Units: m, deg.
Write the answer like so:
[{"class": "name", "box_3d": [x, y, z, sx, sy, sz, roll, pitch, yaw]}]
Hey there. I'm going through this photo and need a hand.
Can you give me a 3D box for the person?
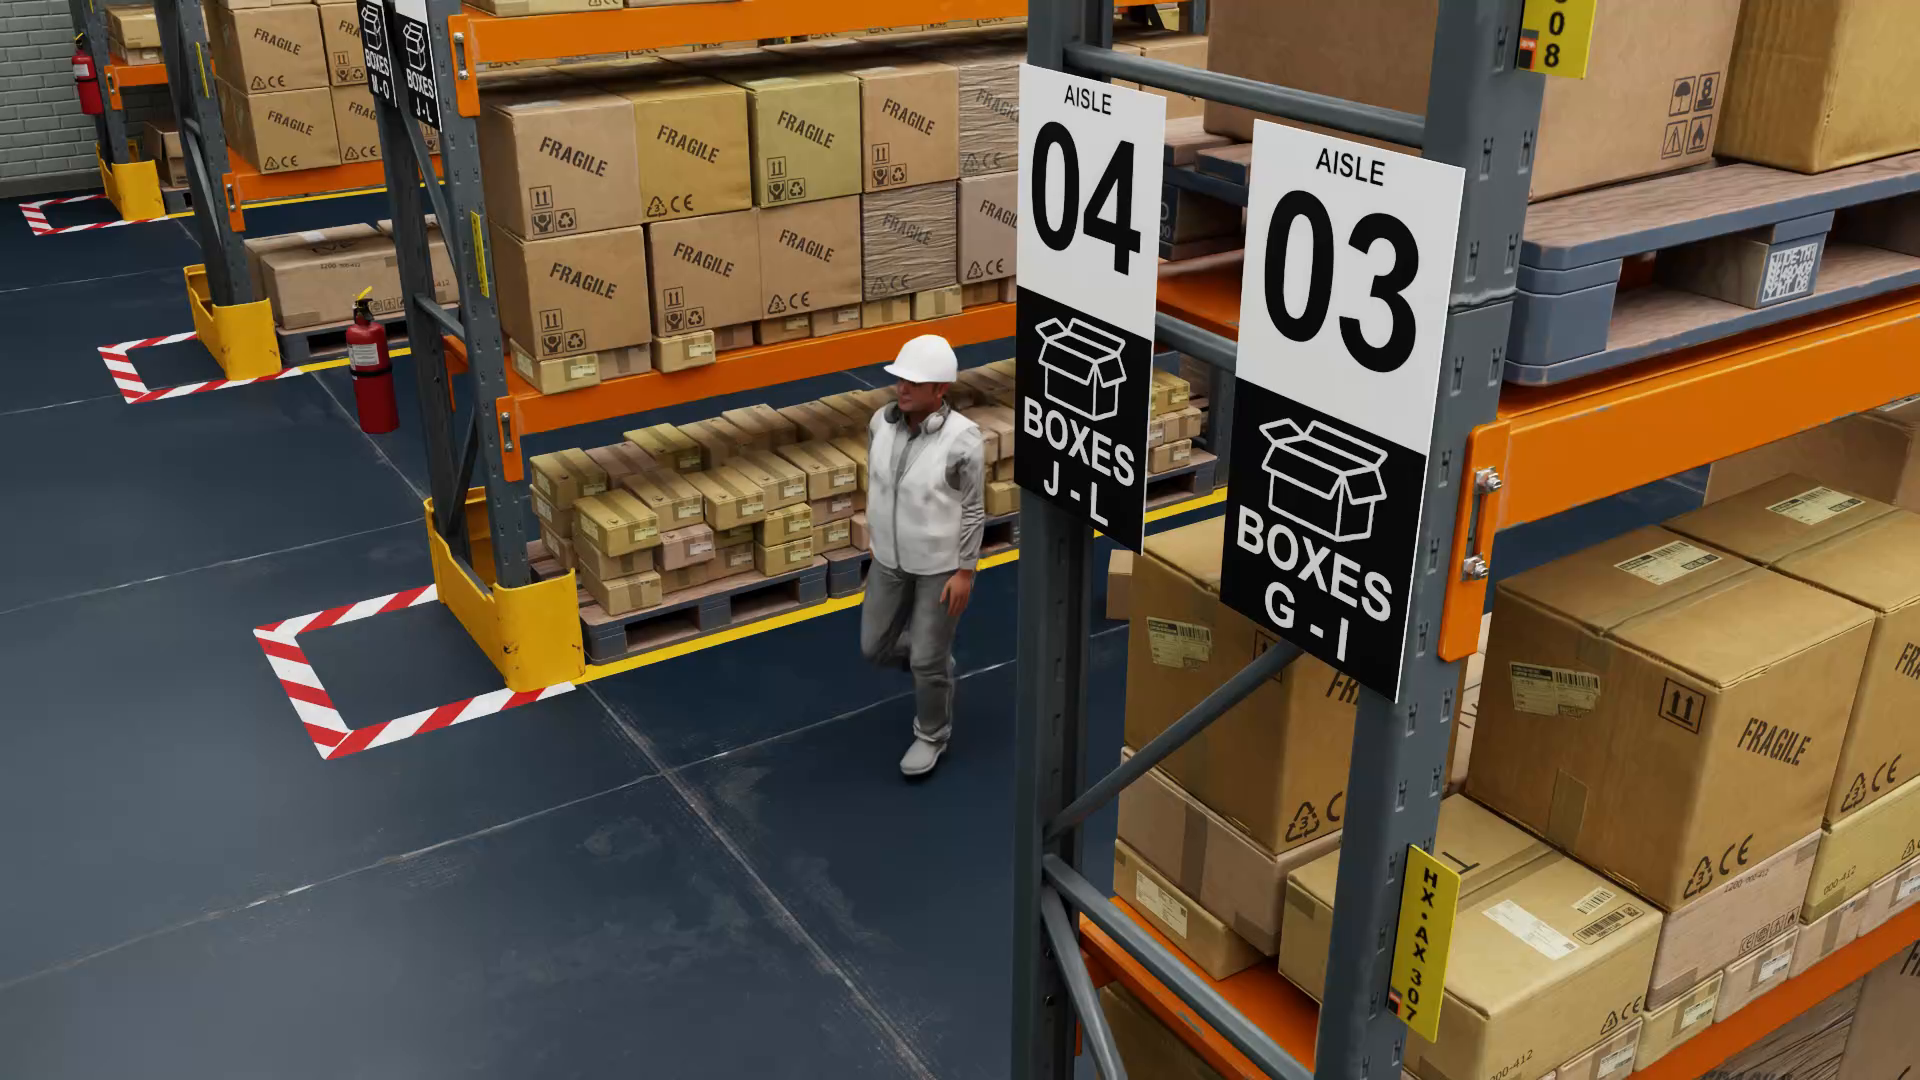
[{"class": "person", "box_3d": [-0.123, 0.035, 6.446, 0.547, 1.763, 0.556, 15, 29, 30]}]
